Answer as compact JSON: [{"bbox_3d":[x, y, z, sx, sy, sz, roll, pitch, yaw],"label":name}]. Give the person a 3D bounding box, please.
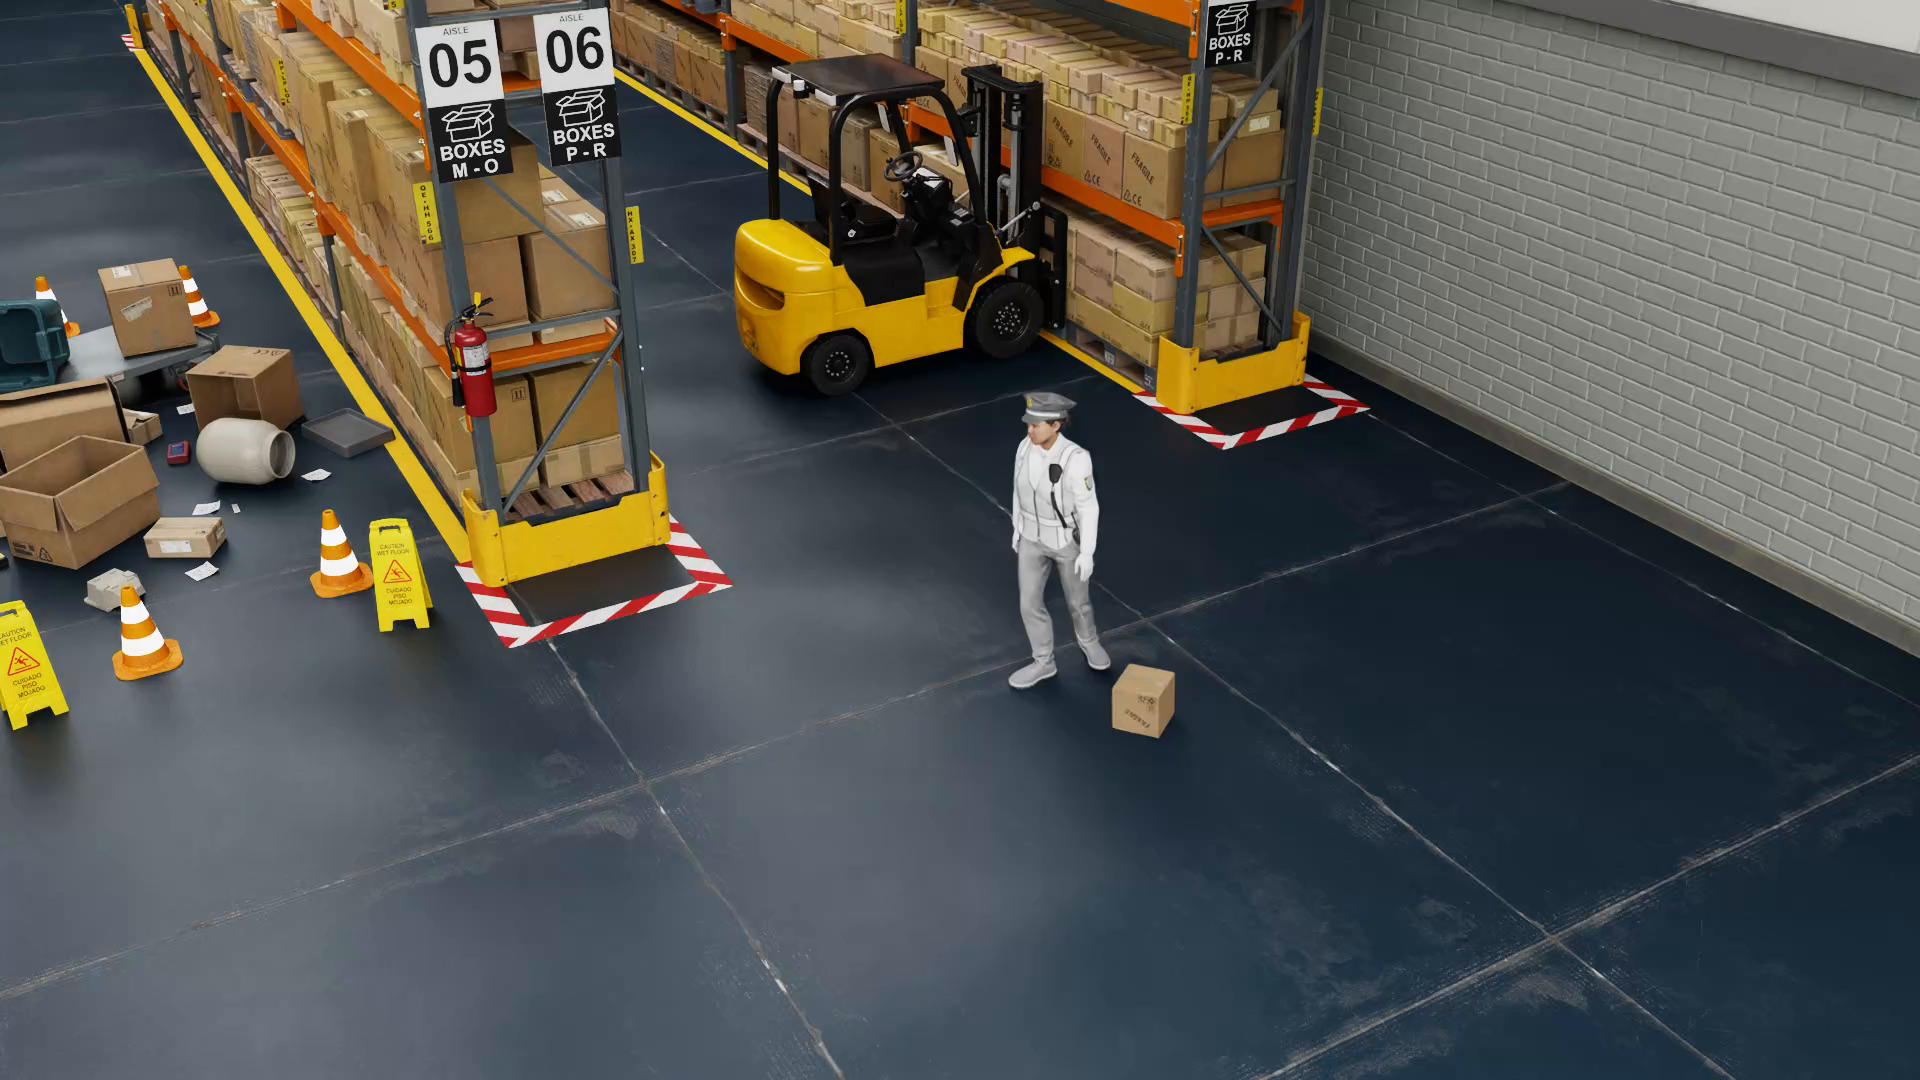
[{"bbox_3d":[0.514,-0.026,8.595,0.536,1.667,0.569,20,35,31],"label":"person"}]
